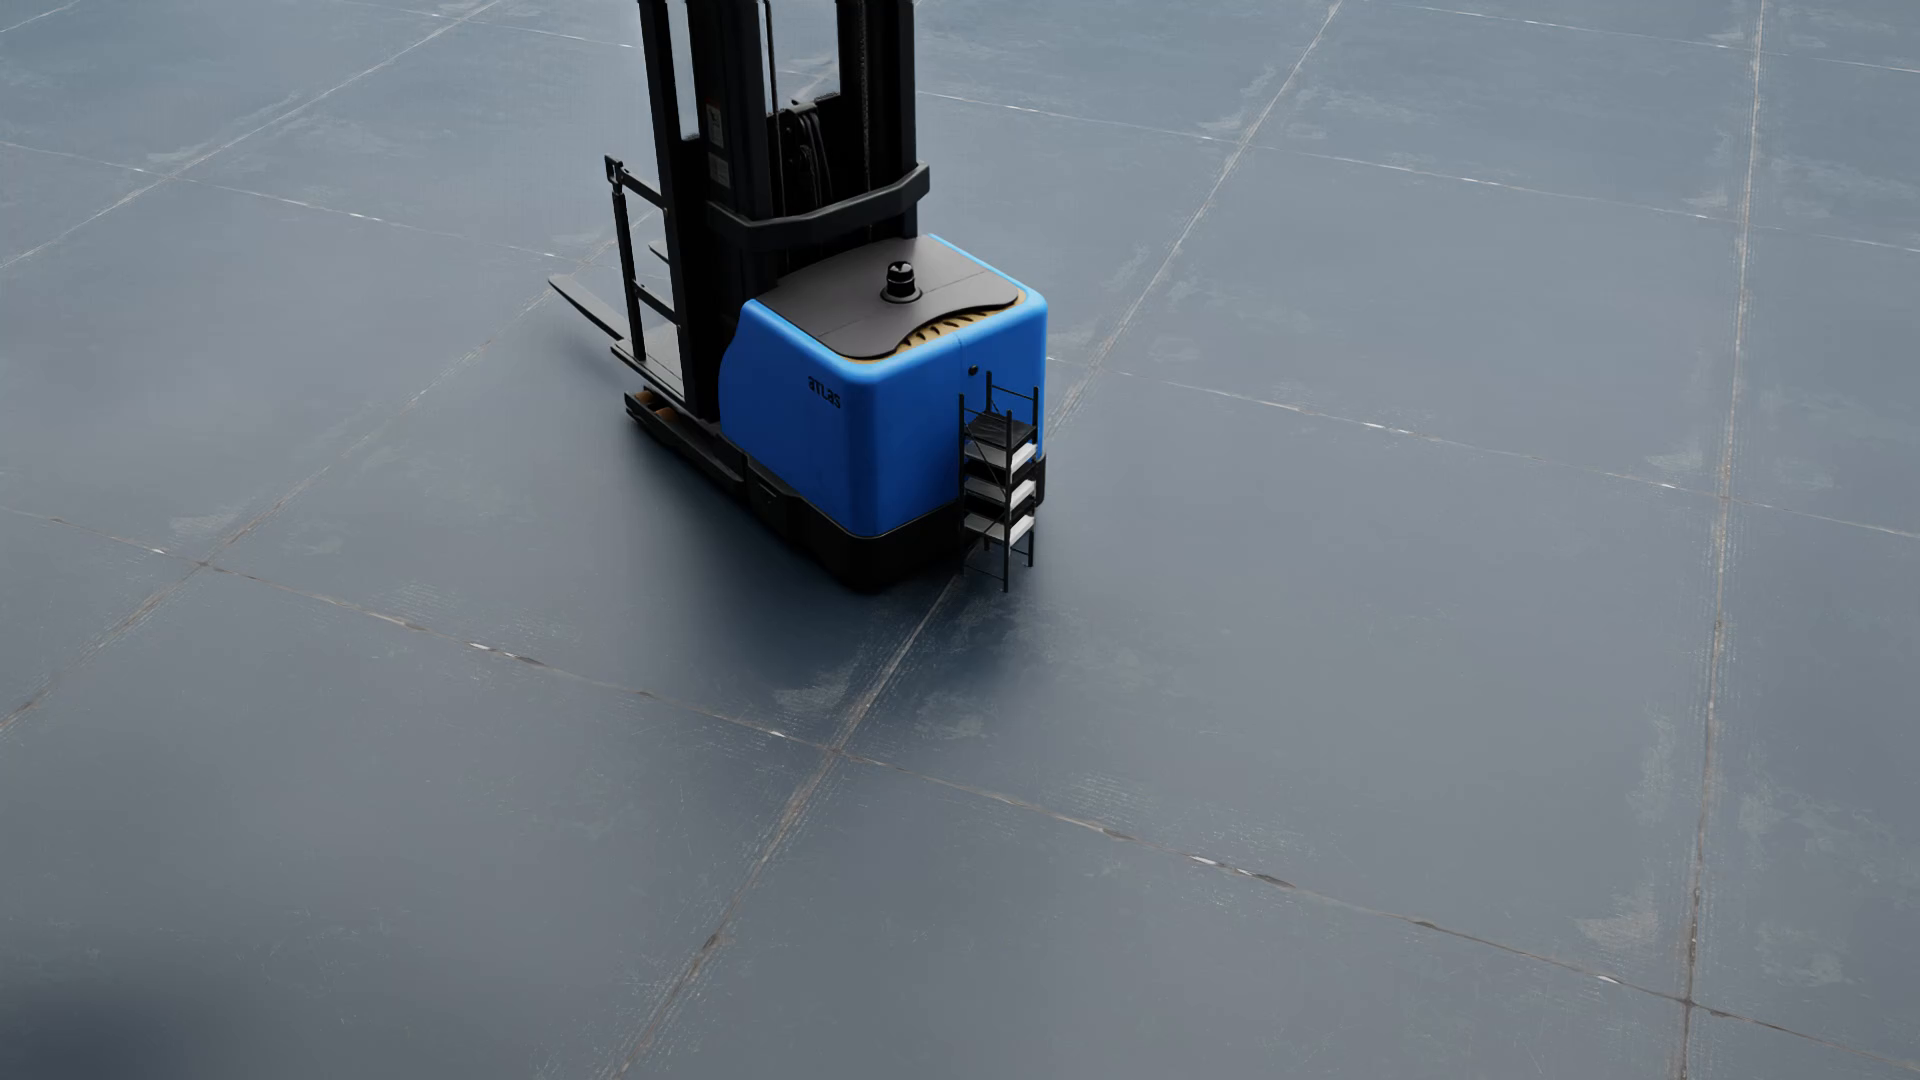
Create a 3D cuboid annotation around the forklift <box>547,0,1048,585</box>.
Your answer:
[{"bbox_3d":[-0.948,-1.803,7.214,1.130,2.935,3.031,-26,44,-31],"label":"forklift"}]

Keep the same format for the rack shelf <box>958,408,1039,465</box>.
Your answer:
[{"bbox_3d":[0.154,-0.417,6.660,0.258,0.077,0.200,21,42,26],"label":"rack shelf"}]

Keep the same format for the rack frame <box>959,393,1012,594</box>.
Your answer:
[{"bbox_3d":[0.099,-0.176,6.734,0.240,0.900,0.006,21,42,26],"label":"rack frame"}]

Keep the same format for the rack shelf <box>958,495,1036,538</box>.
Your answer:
[{"bbox_3d":[0.154,-0.128,6.876,0.258,0.077,0.200,21,42,26],"label":"rack shelf"}]

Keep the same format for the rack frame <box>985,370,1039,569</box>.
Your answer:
[{"bbox_3d":[0.209,-0.278,6.871,0.240,0.900,0.006,21,42,26],"label":"rack frame"}]

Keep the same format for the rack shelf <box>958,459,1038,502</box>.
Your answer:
[{"bbox_3d":[0.154,-0.272,6.768,0.258,0.077,0.200,21,42,26],"label":"rack shelf"}]

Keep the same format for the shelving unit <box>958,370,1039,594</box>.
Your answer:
[{"bbox_3d":[0.154,-0.227,6.802,0.258,0.900,0.210,21,42,26],"label":"shelving unit"}]

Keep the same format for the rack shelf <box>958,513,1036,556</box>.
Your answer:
[{"bbox_3d":[0.154,-0.056,6.930,0.258,0.077,0.200,21,42,26],"label":"rack shelf"}]

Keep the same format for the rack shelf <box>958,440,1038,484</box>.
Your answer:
[{"bbox_3d":[0.154,-0.344,6.714,0.258,0.077,0.200,21,42,26],"label":"rack shelf"}]

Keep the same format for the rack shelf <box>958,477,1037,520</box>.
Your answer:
[{"bbox_3d":[0.154,-0.200,6.822,0.258,0.077,0.200,21,42,26],"label":"rack shelf"}]
